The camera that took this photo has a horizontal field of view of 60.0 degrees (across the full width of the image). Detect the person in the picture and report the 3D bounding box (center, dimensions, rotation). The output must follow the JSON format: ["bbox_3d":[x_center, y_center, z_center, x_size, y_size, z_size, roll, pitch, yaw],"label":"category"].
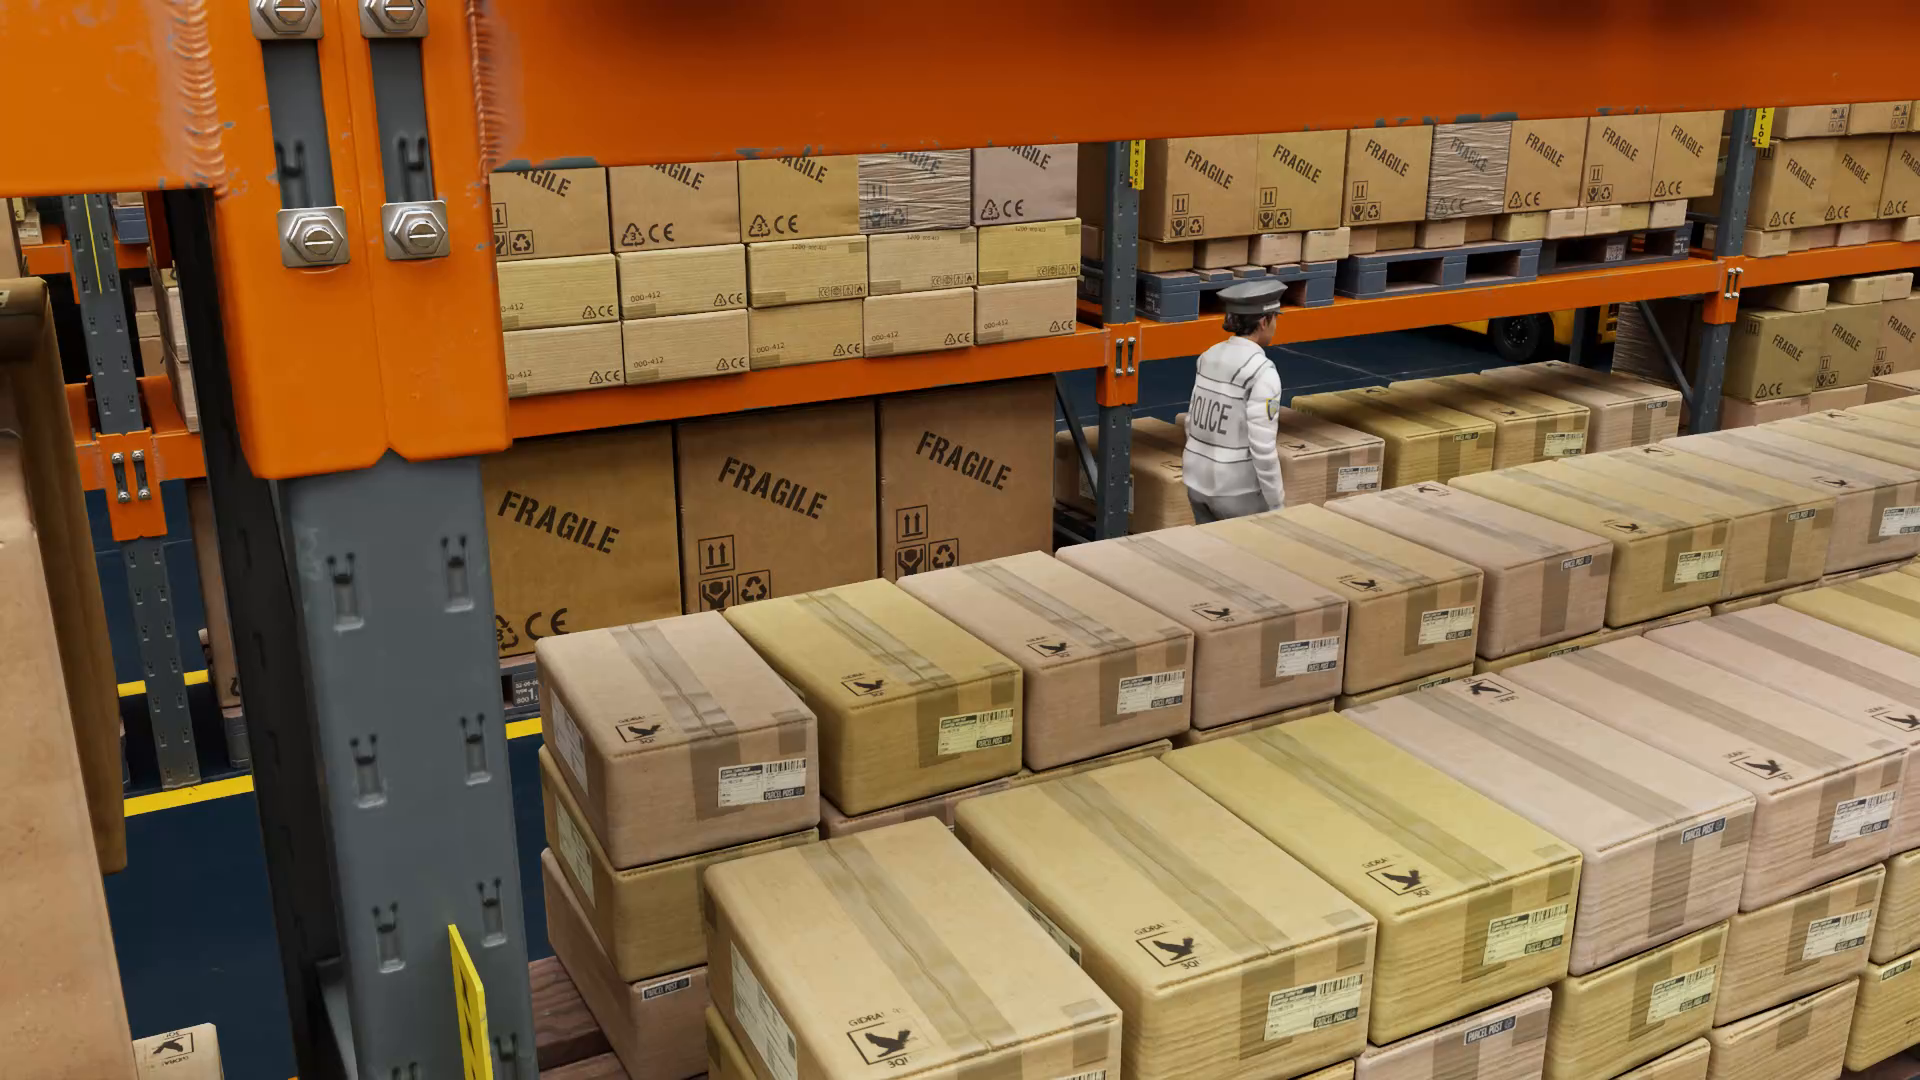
[{"bbox_3d":[1.092,-0.192,6.625,0.371,1.663,0.529,-10,21,-26],"label":"person"}]
